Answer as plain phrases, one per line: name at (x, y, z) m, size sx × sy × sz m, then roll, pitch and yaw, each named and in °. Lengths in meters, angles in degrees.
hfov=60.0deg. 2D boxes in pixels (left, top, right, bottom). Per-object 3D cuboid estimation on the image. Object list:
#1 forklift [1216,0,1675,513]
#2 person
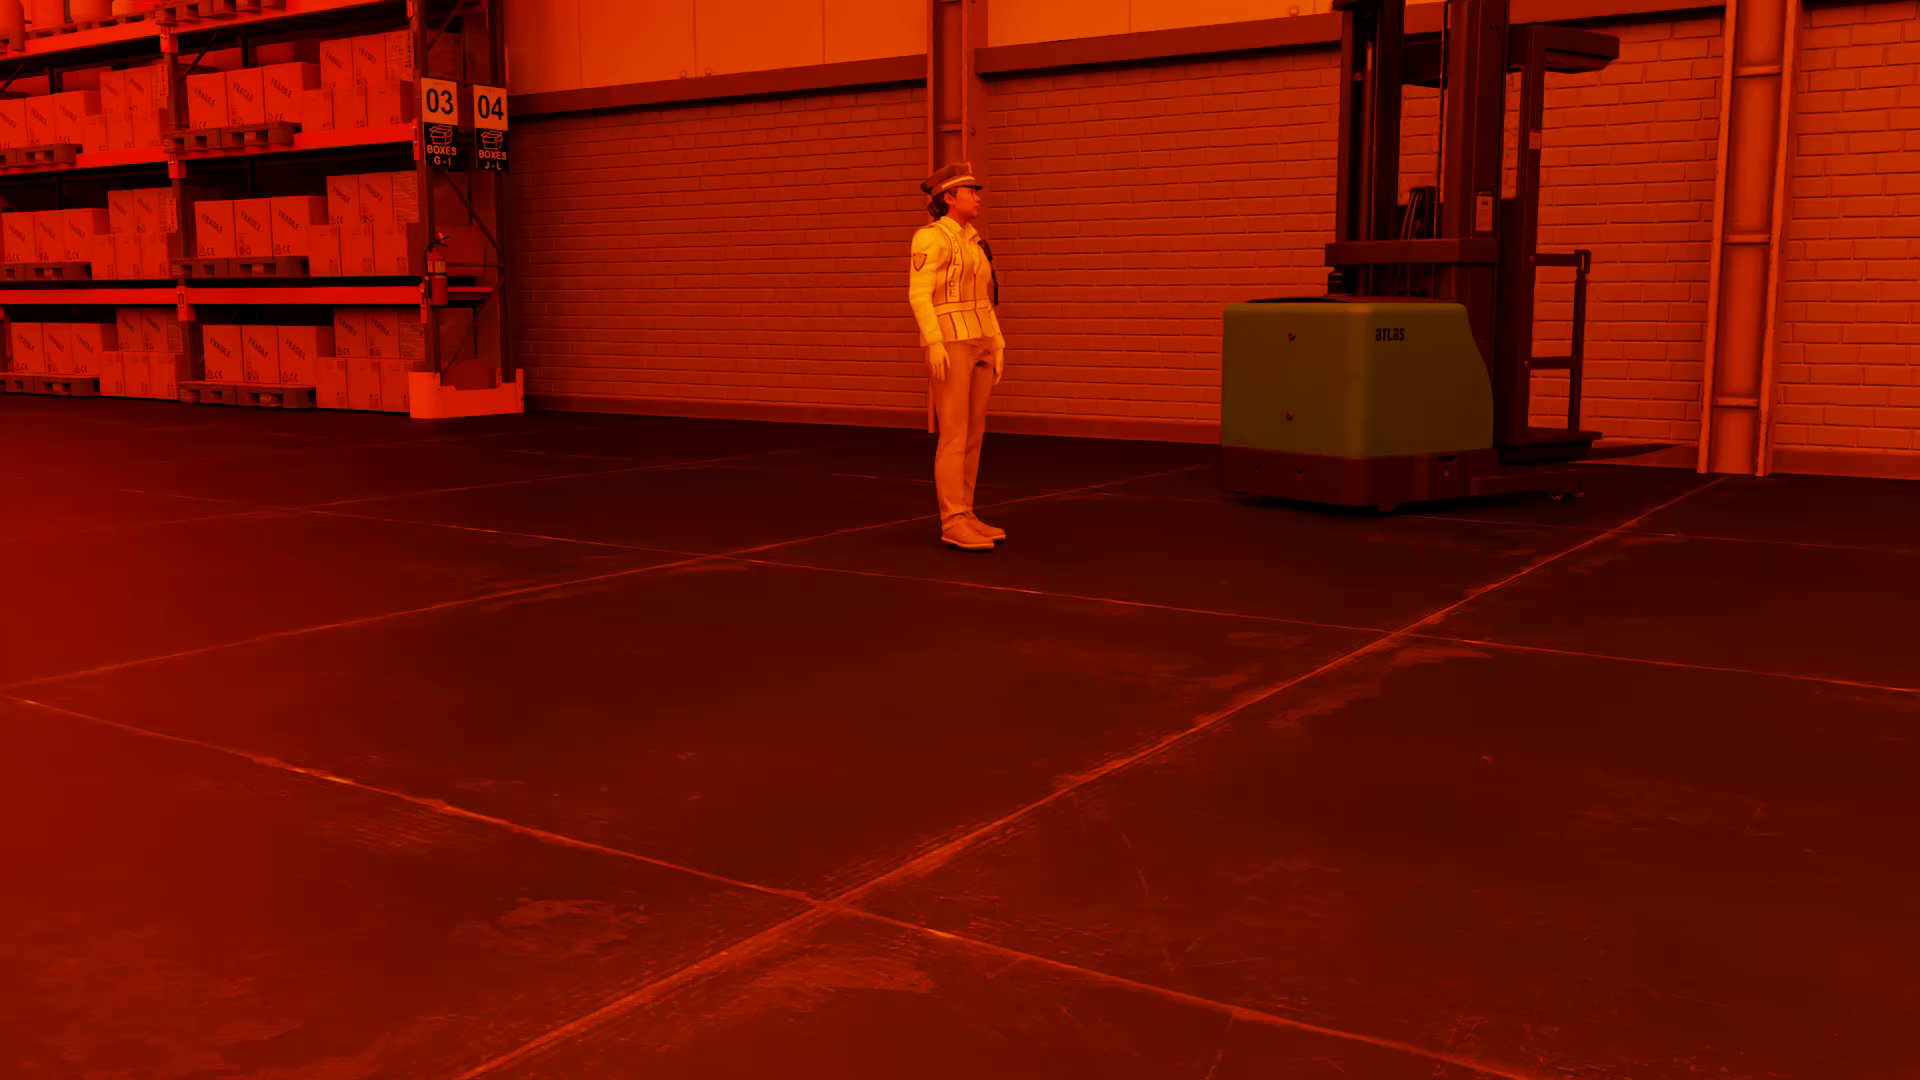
forklift at (2.900, -1.723, 9.312) m, size 3.031 × 2.935 × 1.130 m, roll -6°, pitch 10°, yaw -34°
person at (0.052, -0.840, 7.441) m, size 0.534 × 1.696 × 0.587 m, roll 5°, pitch 10°, yaw 34°
